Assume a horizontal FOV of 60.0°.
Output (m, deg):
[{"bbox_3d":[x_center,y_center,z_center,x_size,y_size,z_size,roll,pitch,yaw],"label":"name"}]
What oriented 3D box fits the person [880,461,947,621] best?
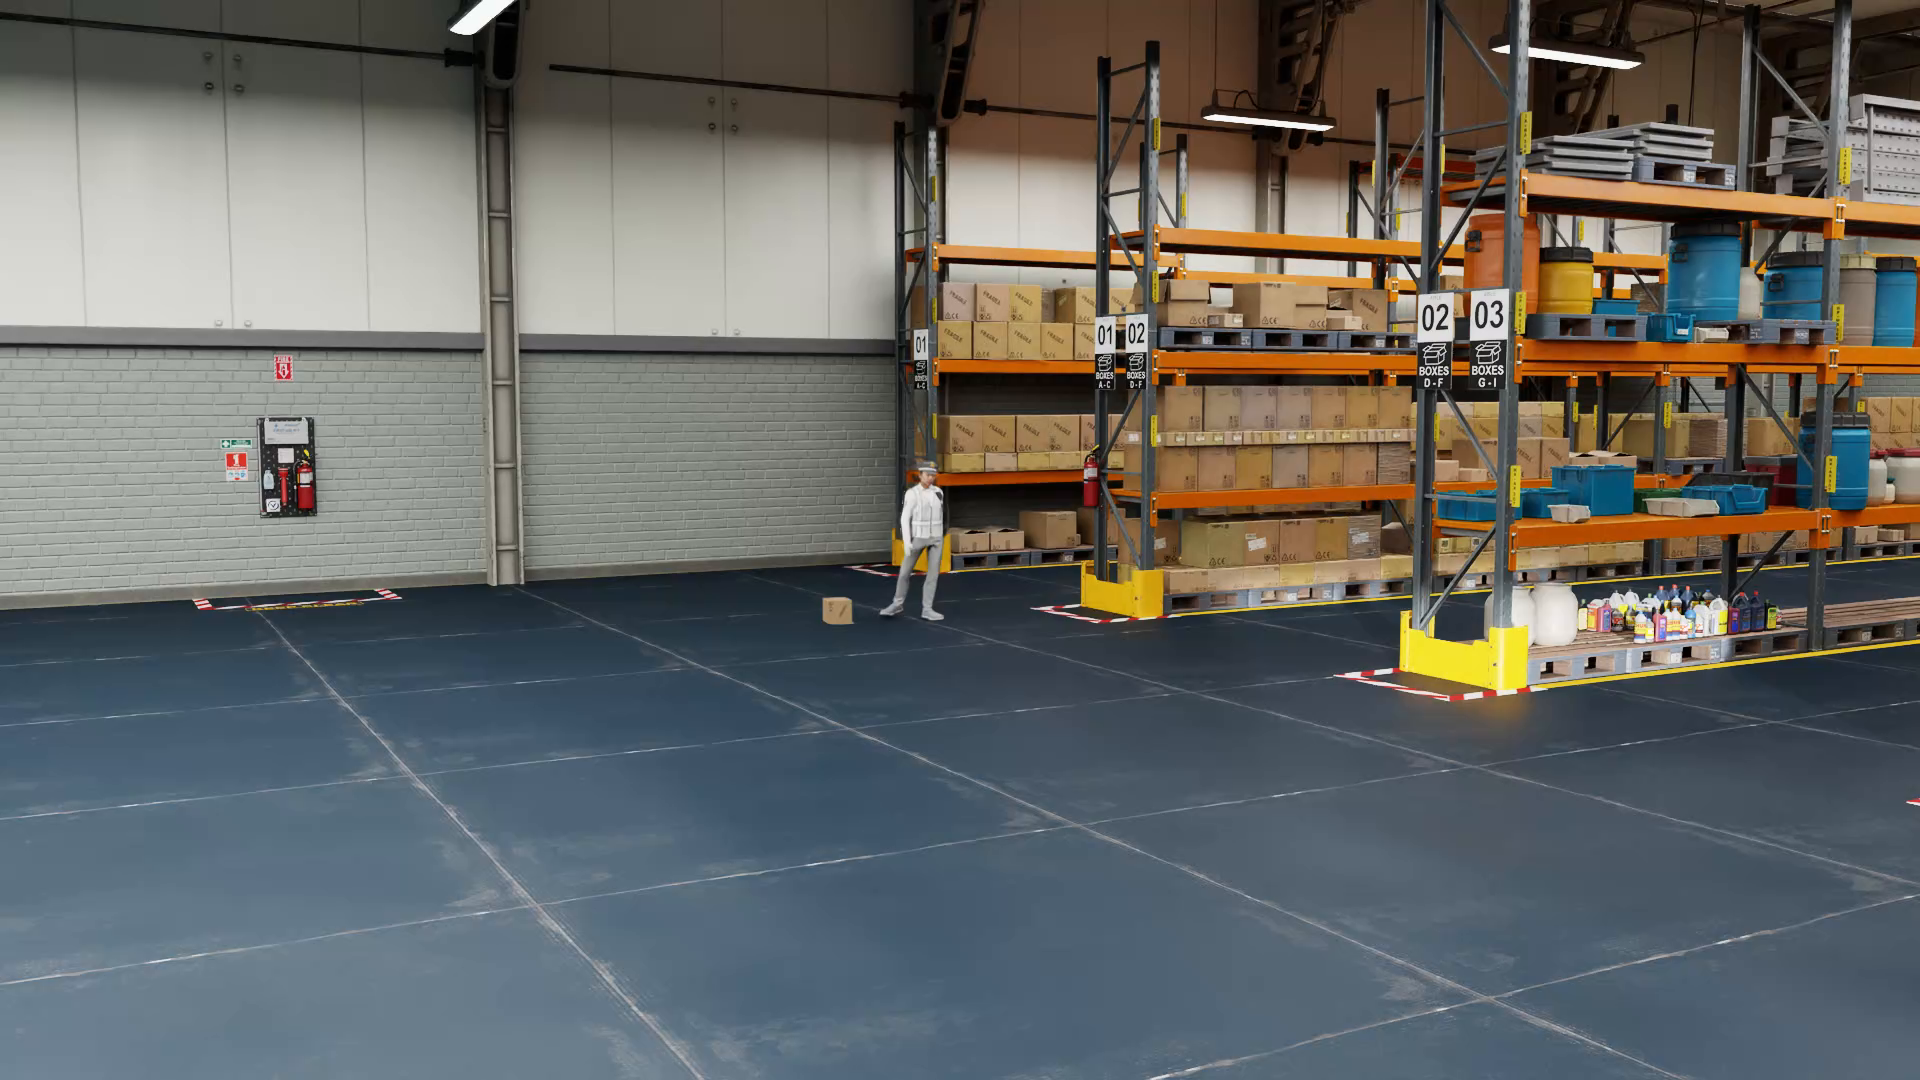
[{"bbox_3d":[-0.483,0.006,17.384,0.670,1.669,0.483,-2,5,-20],"label":"person"}]
